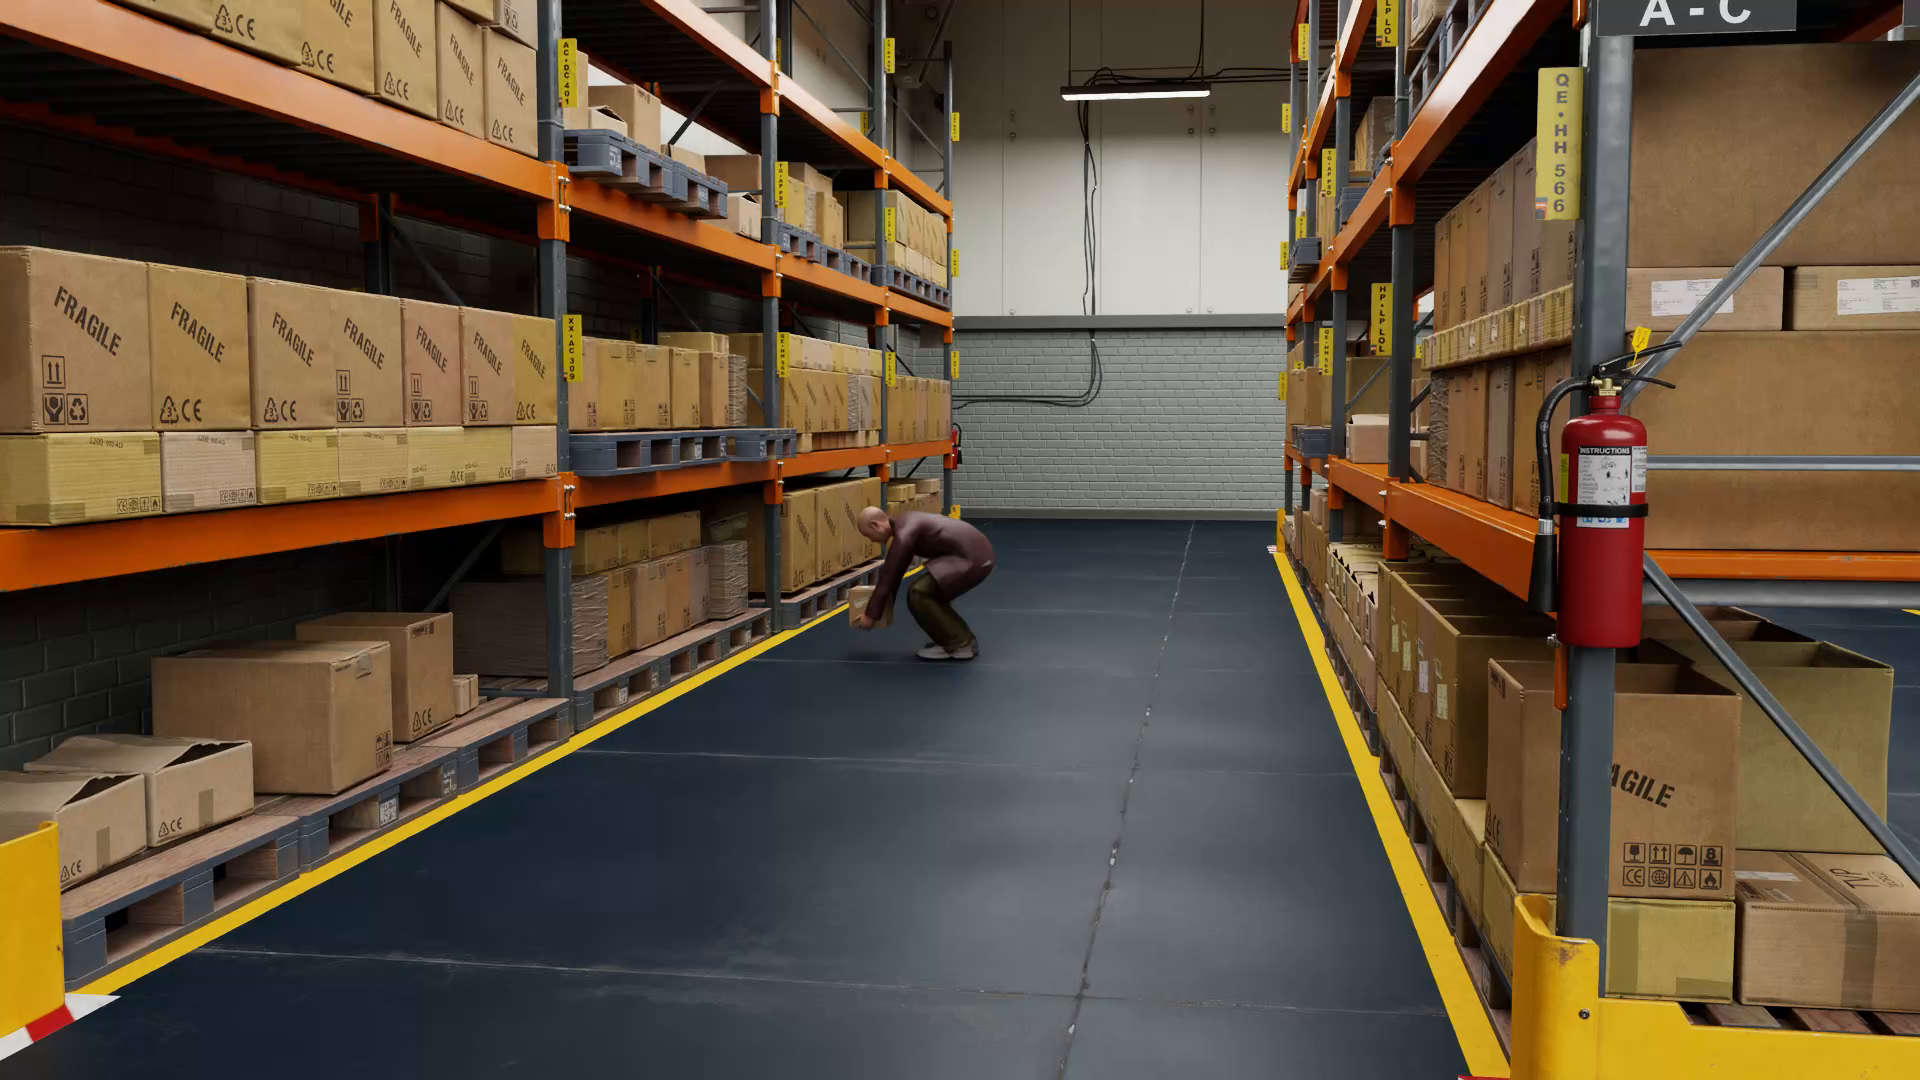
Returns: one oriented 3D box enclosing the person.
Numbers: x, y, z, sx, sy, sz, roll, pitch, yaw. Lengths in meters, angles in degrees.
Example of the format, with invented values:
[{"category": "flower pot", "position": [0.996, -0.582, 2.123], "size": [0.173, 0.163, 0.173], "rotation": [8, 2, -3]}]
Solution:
[{"category": "person", "position": [-0.234, 0.295, 11.062], "size": [0.950, 0.965, 0.592], "rotation": [0, 4, 7]}]
